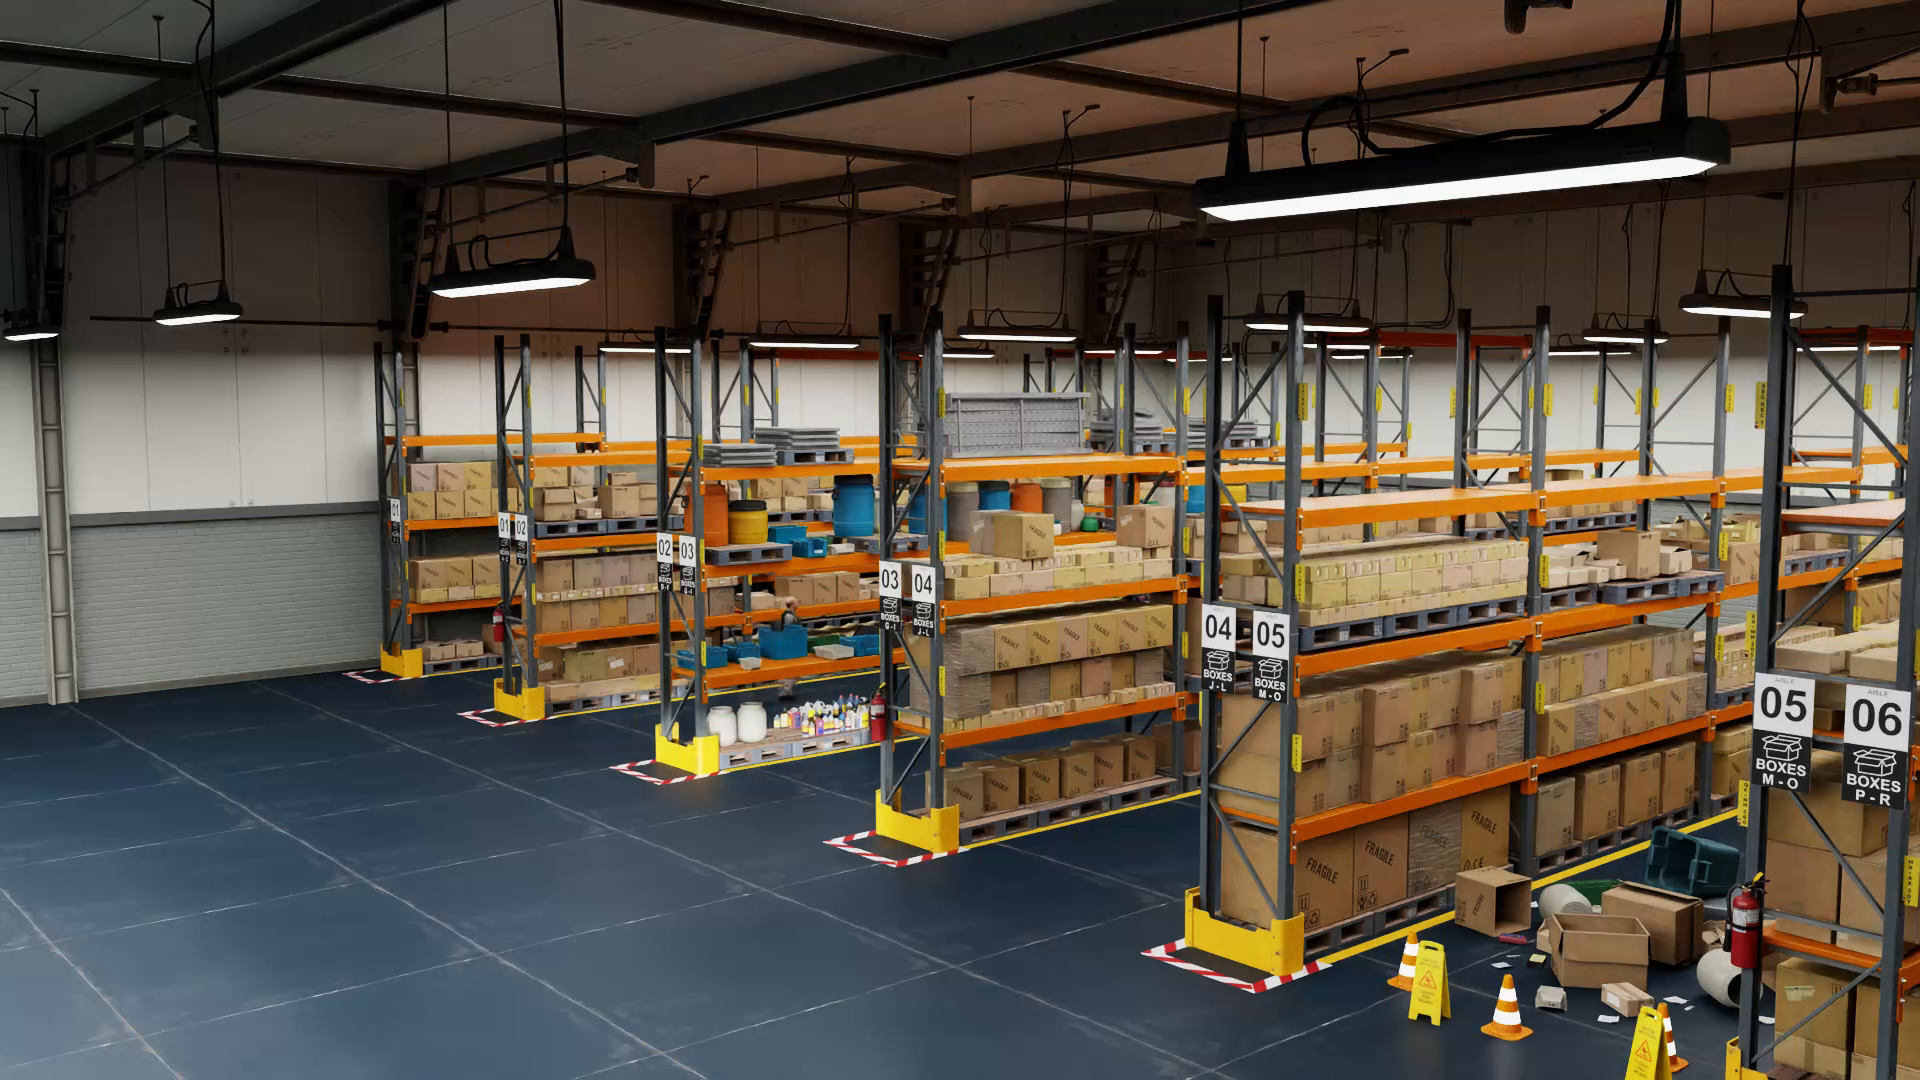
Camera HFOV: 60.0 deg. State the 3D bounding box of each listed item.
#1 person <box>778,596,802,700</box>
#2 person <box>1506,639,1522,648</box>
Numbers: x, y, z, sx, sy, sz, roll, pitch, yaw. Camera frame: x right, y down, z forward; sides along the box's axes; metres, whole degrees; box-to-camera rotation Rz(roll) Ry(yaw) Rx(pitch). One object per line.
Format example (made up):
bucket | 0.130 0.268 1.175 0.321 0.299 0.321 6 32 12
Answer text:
person | -2.819 1.788 27.613 0.464 1.709 0.570 -3 6 -27
person | 7.918 2.197 23.480 0.871 1.636 0.470 -5 7 -44
